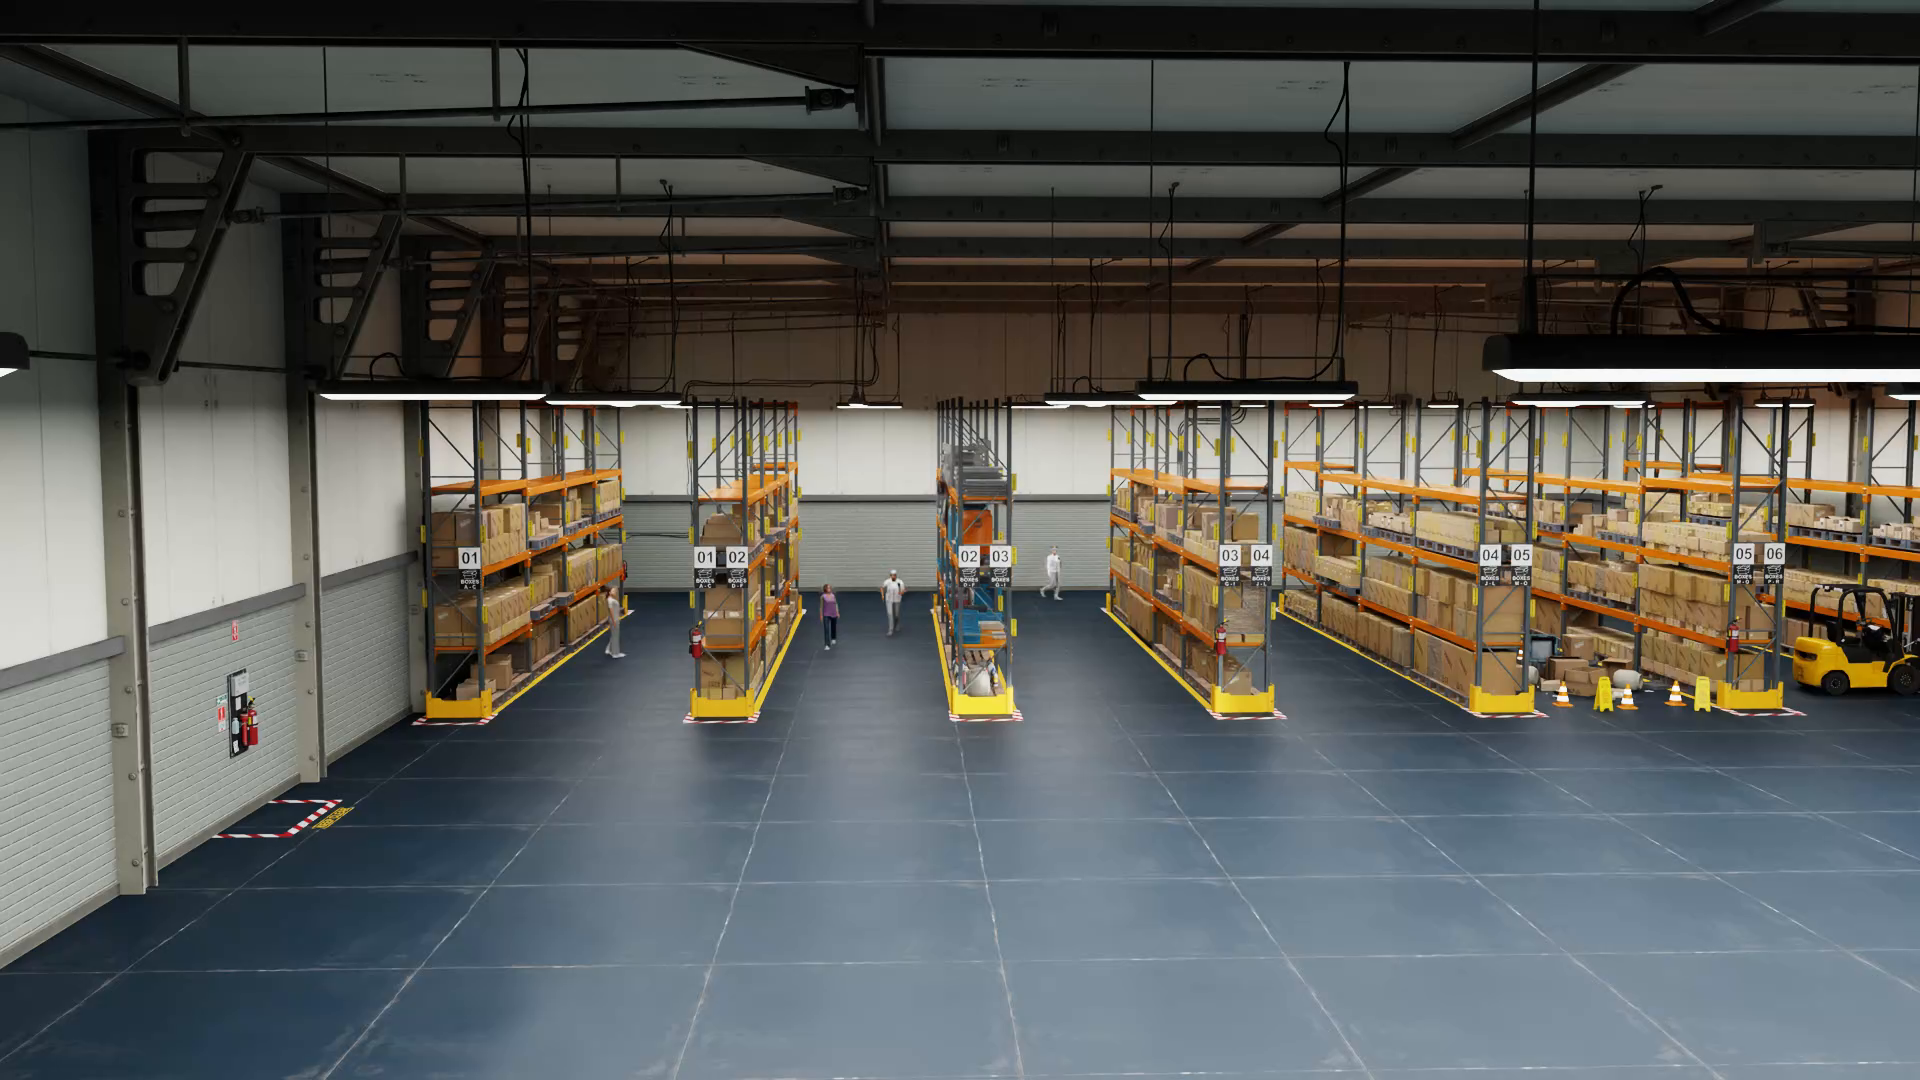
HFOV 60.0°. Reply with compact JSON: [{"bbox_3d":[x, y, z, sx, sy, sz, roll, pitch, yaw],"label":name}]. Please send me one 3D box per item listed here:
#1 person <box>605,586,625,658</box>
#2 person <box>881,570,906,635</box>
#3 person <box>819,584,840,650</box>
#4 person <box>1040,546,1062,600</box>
[{"bbox_3d":[-8.032,1.894,38.696,0.425,1.670,0.486,-2,5,-20],"label":"person"},{"bbox_3d":[-1.715,1.586,42.677,0.651,1.609,1.028,0,4,-1],"label":"person"},{"bbox_3d":[-3.139,1.822,39.932,0.500,1.541,0.938,0,4,-5],"label":"person"},{"bbox_3d":[2.811,0.989,50.443,0.662,1.651,0.478,3,5,35],"label":"person"}]
